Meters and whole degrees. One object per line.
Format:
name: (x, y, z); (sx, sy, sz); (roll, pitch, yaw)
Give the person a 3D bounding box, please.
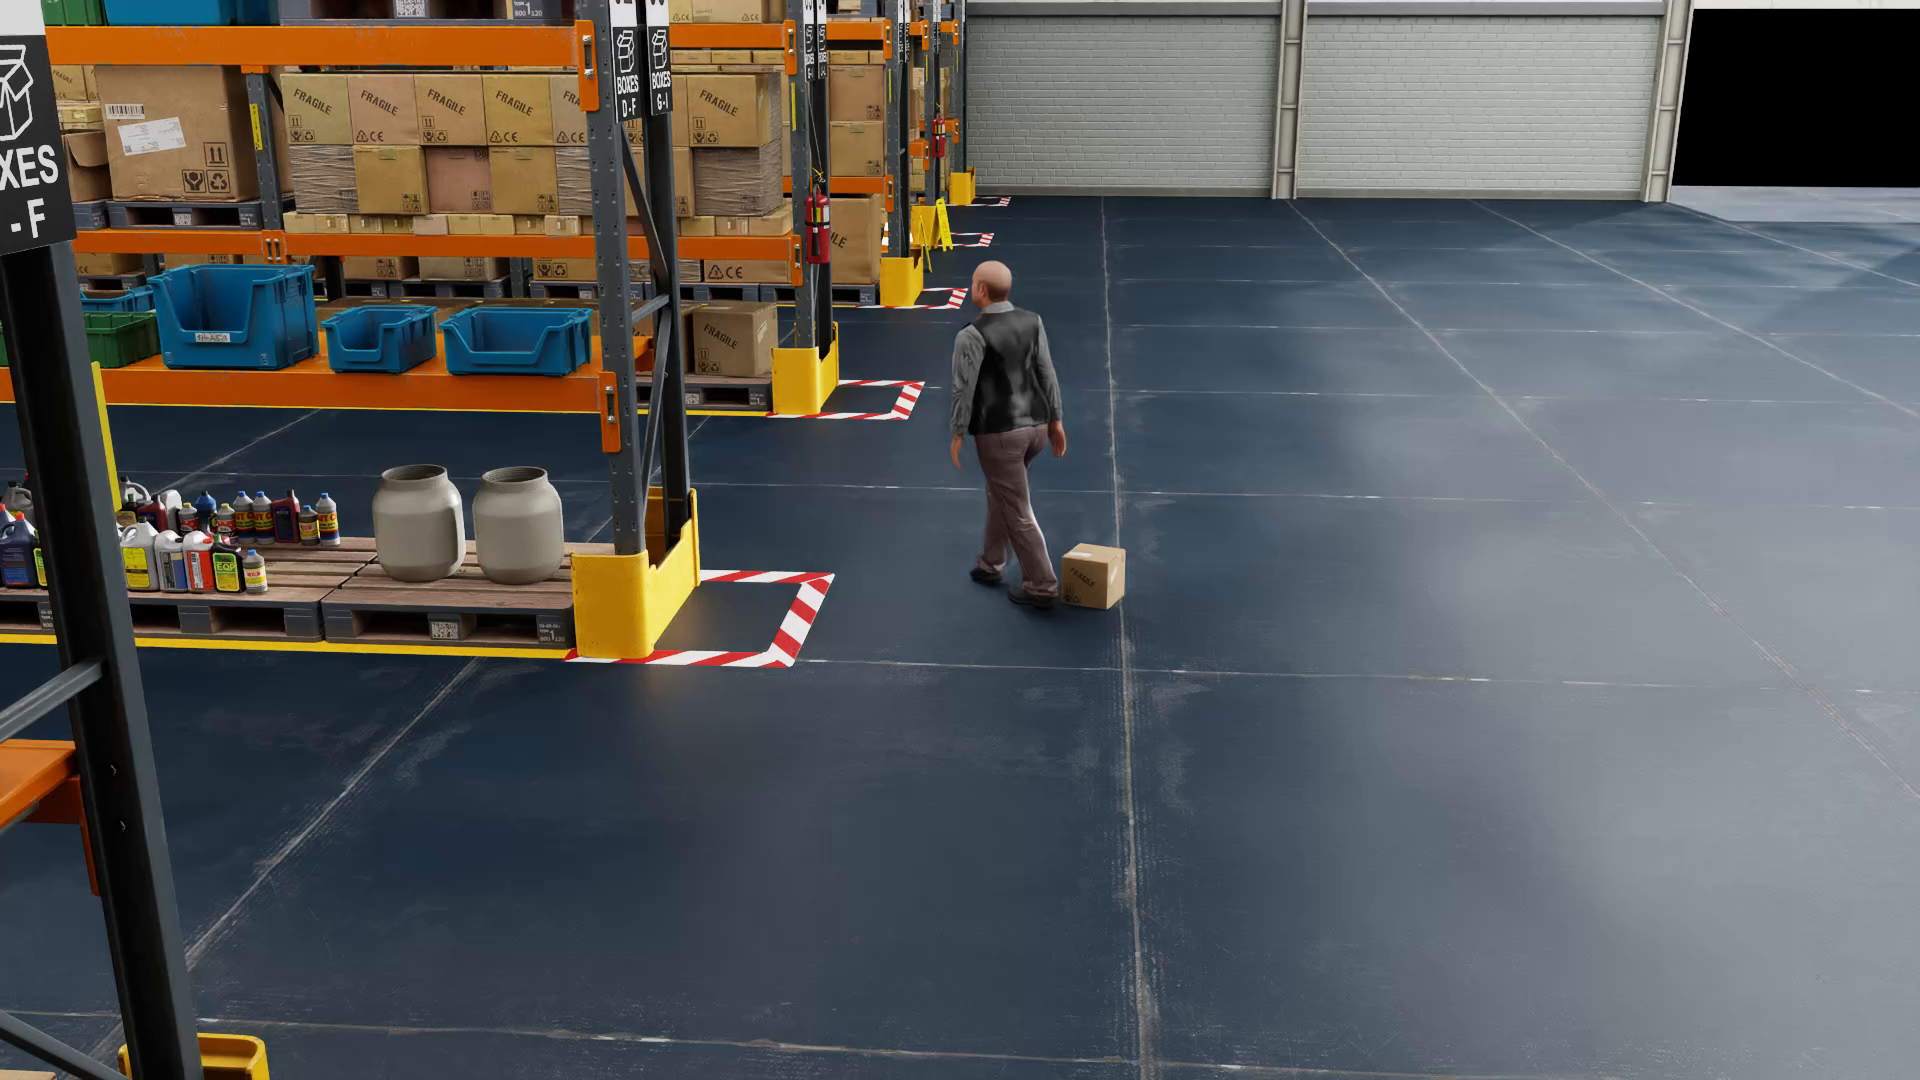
person: (0.202, -0.512, 8.247); (0.565, 1.724, 0.779); (-16, 24, -42)
